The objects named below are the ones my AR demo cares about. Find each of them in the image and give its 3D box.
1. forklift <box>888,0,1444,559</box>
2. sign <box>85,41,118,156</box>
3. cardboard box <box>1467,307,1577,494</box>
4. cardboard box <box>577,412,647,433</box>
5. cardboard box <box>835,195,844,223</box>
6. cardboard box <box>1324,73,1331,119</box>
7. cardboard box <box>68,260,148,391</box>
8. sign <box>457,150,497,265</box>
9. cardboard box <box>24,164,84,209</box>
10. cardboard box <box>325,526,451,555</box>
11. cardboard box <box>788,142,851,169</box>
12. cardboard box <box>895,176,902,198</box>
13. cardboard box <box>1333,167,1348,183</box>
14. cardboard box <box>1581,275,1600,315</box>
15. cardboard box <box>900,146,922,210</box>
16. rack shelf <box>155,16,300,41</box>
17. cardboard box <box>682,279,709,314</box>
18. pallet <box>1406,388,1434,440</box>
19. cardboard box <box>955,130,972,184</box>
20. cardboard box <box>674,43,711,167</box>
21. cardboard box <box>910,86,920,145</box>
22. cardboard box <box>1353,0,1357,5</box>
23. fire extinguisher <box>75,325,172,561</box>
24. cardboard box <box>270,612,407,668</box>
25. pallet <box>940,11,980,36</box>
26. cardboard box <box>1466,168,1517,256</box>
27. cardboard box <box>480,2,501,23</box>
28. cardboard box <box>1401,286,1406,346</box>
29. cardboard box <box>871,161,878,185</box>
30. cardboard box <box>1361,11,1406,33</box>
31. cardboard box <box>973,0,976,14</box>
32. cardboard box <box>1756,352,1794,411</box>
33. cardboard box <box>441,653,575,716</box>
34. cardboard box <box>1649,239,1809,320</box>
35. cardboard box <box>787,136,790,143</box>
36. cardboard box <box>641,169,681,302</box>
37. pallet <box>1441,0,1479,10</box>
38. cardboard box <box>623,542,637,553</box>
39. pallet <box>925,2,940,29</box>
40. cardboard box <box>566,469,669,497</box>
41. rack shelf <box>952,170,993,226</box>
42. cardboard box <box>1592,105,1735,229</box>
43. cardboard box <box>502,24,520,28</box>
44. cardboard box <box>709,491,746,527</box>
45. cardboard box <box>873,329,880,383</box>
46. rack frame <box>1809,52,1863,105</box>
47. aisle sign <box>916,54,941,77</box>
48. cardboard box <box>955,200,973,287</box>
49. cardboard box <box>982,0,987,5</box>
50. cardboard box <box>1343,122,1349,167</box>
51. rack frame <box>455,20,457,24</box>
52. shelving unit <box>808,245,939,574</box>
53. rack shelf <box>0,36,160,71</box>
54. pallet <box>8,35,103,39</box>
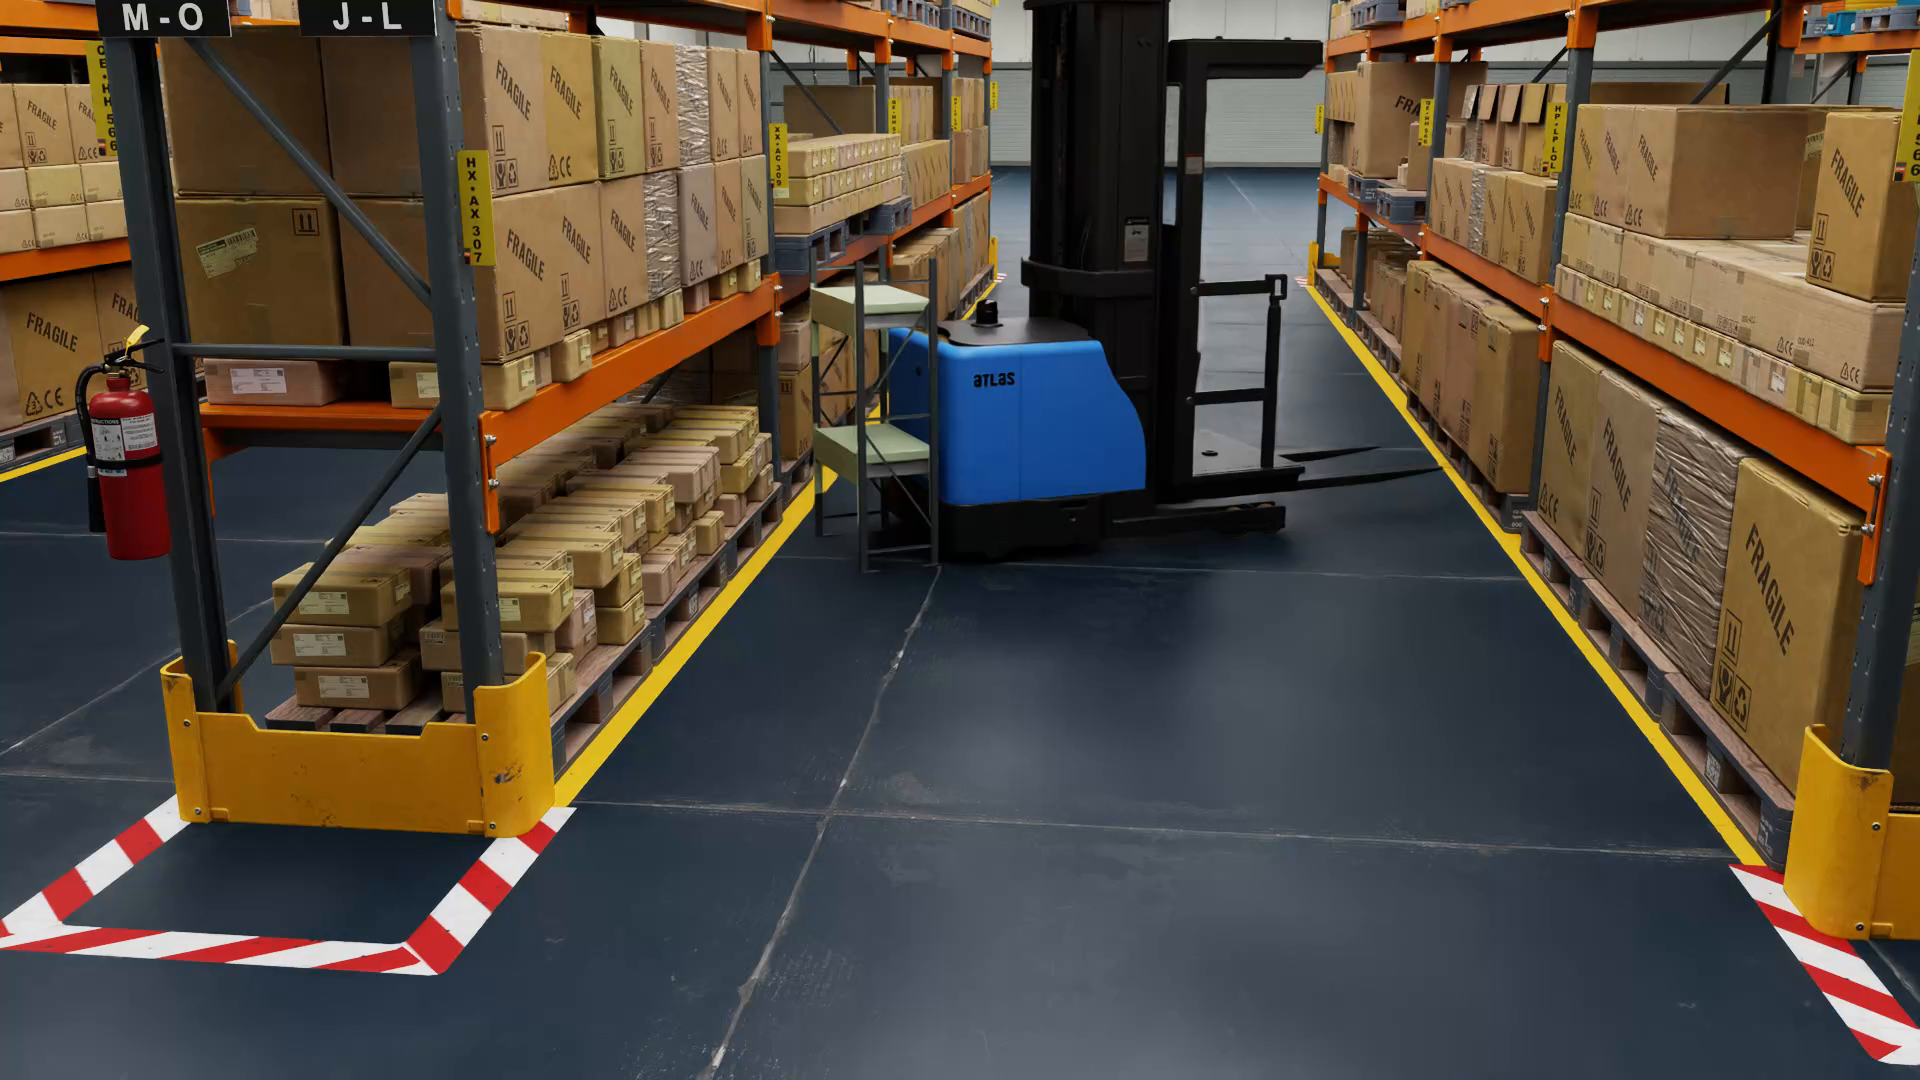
[{"bbox_3d":[1.178,-1.543,8.751,3.031,2.935,1.130,-6,16,-20],"label":"forklift"},{"bbox_3d":[-2.485,-1.287,4.852,0.100,0.325,0.005,2,15,6],"label":"sign"},{"bbox_3d":[3.485,-0.763,9.003,1.225,0.875,0.875,2,15,6],"label":"cardboard box"},{"bbox_3d":[-1.819,-0.552,8.476,0.380,0.149,0.250,2,15,9],"label":"cardboard box"},{"bbox_3d":[-0.896,-1.964,9.854,0.380,0.149,0.250,2,15,7],"label":"cardboard box"},{"bbox_3d":[4.454,-5.071,18.994,0.500,0.500,0.500,2,15,6],"label":"cardboard box"},{"bbox_3d":[-6.228,-1.518,11.794,0.875,0.875,0.875,2,15,7],"label":"cardboard box"},{"bbox_3d":[-1.396,-0.956,4.793,0.100,0.325,0.005,2,15,6],"label":"sign"},{"bbox_3d":[-5.970,-2.252,10.574,0.500,0.250,0.500,2,15,7],"label":"cardboard box"},{"bbox_3d":[-2.139,0.053,6.237,0.380,0.149,0.250,1,15,5],"label":"cardboard box"},{"bbox_3d":[-0.867,-2.319,10.028,0.380,0.149,0.250,2,15,6],"label":"cardboard box"},{"bbox_3d":[-0.632,-2.569,12.093,0.380,0.149,0.250,2,15,7],"label":"cardboard box"},{"bbox_3d":[4.252,-3.957,18.032,0.380,0.149,0.250,2,15,6],"label":"cardboard box"},{"bbox_3d":[3.010,-1.095,7.445,0.380,0.149,0.250,2,15,8],"label":"cardboard box"},{"bbox_3d":[-0.602,-3.049,13.998,0.500,0.500,0.500,2,15,6],"label":"cardboard box"},{"bbox_3d":[-5.737,-4.368,14.701,1.077,0.370,4.000,2,15,6],"label":"rack shelf"},{"bbox_3d":[-1.349,-1.114,7.518,0.380,0.149,0.250,1,15,4],"label":"cardboard box"},{"bbox_3d":[3.720,-0.908,11.617,1.003,0.211,1.213,2,15,6],"label":"pallet"},{"bbox_3d":[-0.334,-4.115,17.846,0.875,0.550,0.550,2,15,6],"label":"cardboard box"},{"bbox_3d":[-1.393,-1.870,7.153,0.500,0.500,0.500,2,15,8],"label":"cardboard box"},{"bbox_3d":[-0.745,-3.804,14.876,0.700,0.500,0.500,2,15,7],"label":"cardboard box"},{"bbox_3d":[4.229,-5.497,17.022,0.380,0.149,0.250,2,15,9],"label":"cardboard box"},{"bbox_3d":[-2.423,-0.285,4.832,0.296,0.674,0.183,2,15,6],"label":"fire extinguisher"},{"bbox_3d":[-2.160,0.330,5.781,0.380,0.149,0.250,1,15,5],"label":"cardboard box"},{"bbox_3d":[-0.339,-5.599,18.045,1.003,0.211,1.213,2,15,6],"label":"pallet"},{"bbox_3d":[3.390,-1.991,10.085,0.500,0.500,0.500,2,15,6],"label":"cardboard box"},{"bbox_3d":[-5.141,-5.545,17.394,0.500,0.250,0.500,2,15,6],"label":"cardboard box"},{"bbox_3d":[3.990,-1.781,13.448,0.700,0.500,0.500,0,15,2],"label":"cardboard box"},{"bbox_3d":[-0.751,-2.446,11.067,0.380,0.149,0.250,2,15,6],"label":"cardboard box"},{"bbox_3d":[4.127,-4.996,15.931,0.500,0.250,0.500,2,15,8],"label":"cardboard box"},{"bbox_3d":[-0.031,-5.723,17.819,0.380,0.149,0.250,2,15,7],"label":"cardboard box"},{"bbox_3d":[2.752,-0.495,5.229,0.380,0.149,0.250,2,15,6],"label":"cardboard box"},{"bbox_3d":[-1.558,0.493,5.750,0.380,0.149,0.250,2,15,7],"label":"cardboard box"},{"bbox_3d":[2.942,-0.985,6.277,0.500,0.250,0.500,2,15,6],"label":"cardboard box"},{"bbox_3d":[-1.368,-2.682,11.370,0.380,0.149,0.250,1,15,4],"label":"cardboard box"},{"bbox_3d":[-1.456,-1.253,6.788,0.500,0.500,0.500,1,15,5],"label":"cardboard box"},{"bbox_3d":[3.864,-3.645,11.011,1.213,0.211,1.003,2,15,9],"label":"pallet"},{"bbox_3d":[-1.522,0.077,6.718,0.380,0.149,0.250,1,15,4],"label":"cardboard box"},{"bbox_3d":[-0.636,-4.783,15.224,0.805,0.209,1.217,1,15,4],"label":"pallet"},{"bbox_3d":[-1.477,-0.204,7.186,0.380,0.149,0.250,2,15,6],"label":"cardboard box"},{"bbox_3d":[-0.356,-3.838,18.487,1.077,0.370,4.000,2,15,6],"label":"rack shelf"},{"bbox_3d":[3.061,-1.608,7.144,0.500,0.500,0.500,2,15,6],"label":"cardboard box"},{"bbox_3d":[-5.000,-5.518,18.058,0.380,0.149,0.250,1,15,5],"label":"cardboard box"},{"bbox_3d":[-1.268,-0.171,8.205,0.380,0.149,0.250,1,15,4],"label":"cardboard box"},{"bbox_3d":[-0.847,-1.447,12.250,0.500,0.500,0.500,2,15,6],"label":"cardboard box"},{"bbox_3d":[9.708,-4.386,19.135,1.000,3.000,0.127,2,15,6],"label":"rack frame"},{"bbox_3d":[-0.420,-5.986,20.073,0.394,0.787,0.004,2,15,6],"label":"aisle sign"},{"bbox_3d":[-0.343,-3.238,18.158,0.875,0.875,0.875,2,15,7],"label":"cardboard box"},{"bbox_3d":[0.035,-6.209,18.853,0.500,0.250,0.500,2,15,6],"label":"cardboard box"},{"bbox_3d":[4.661,-4.320,18.130,0.875,0.500,0.500,2,15,6],"label":"cardboard box"},{"bbox_3d":[-5.511,-3.786,16.917,1.000,3.000,0.127,2,15,6],"label":"rack frame"},{"bbox_3d":[-0.432,-0.669,8.262,0.431,1.500,0.755,-6,16,-21],"label":"shelving unit"},{"bbox_3d":[-10.218,-5.551,19.075,1.077,0.370,4.000,2,15,6],"label":"rack shelf"},{"bbox_3d":[-10.233,-5.874,19.062,1.003,0.211,1.213,2,15,6],"label":"pallet"}]
